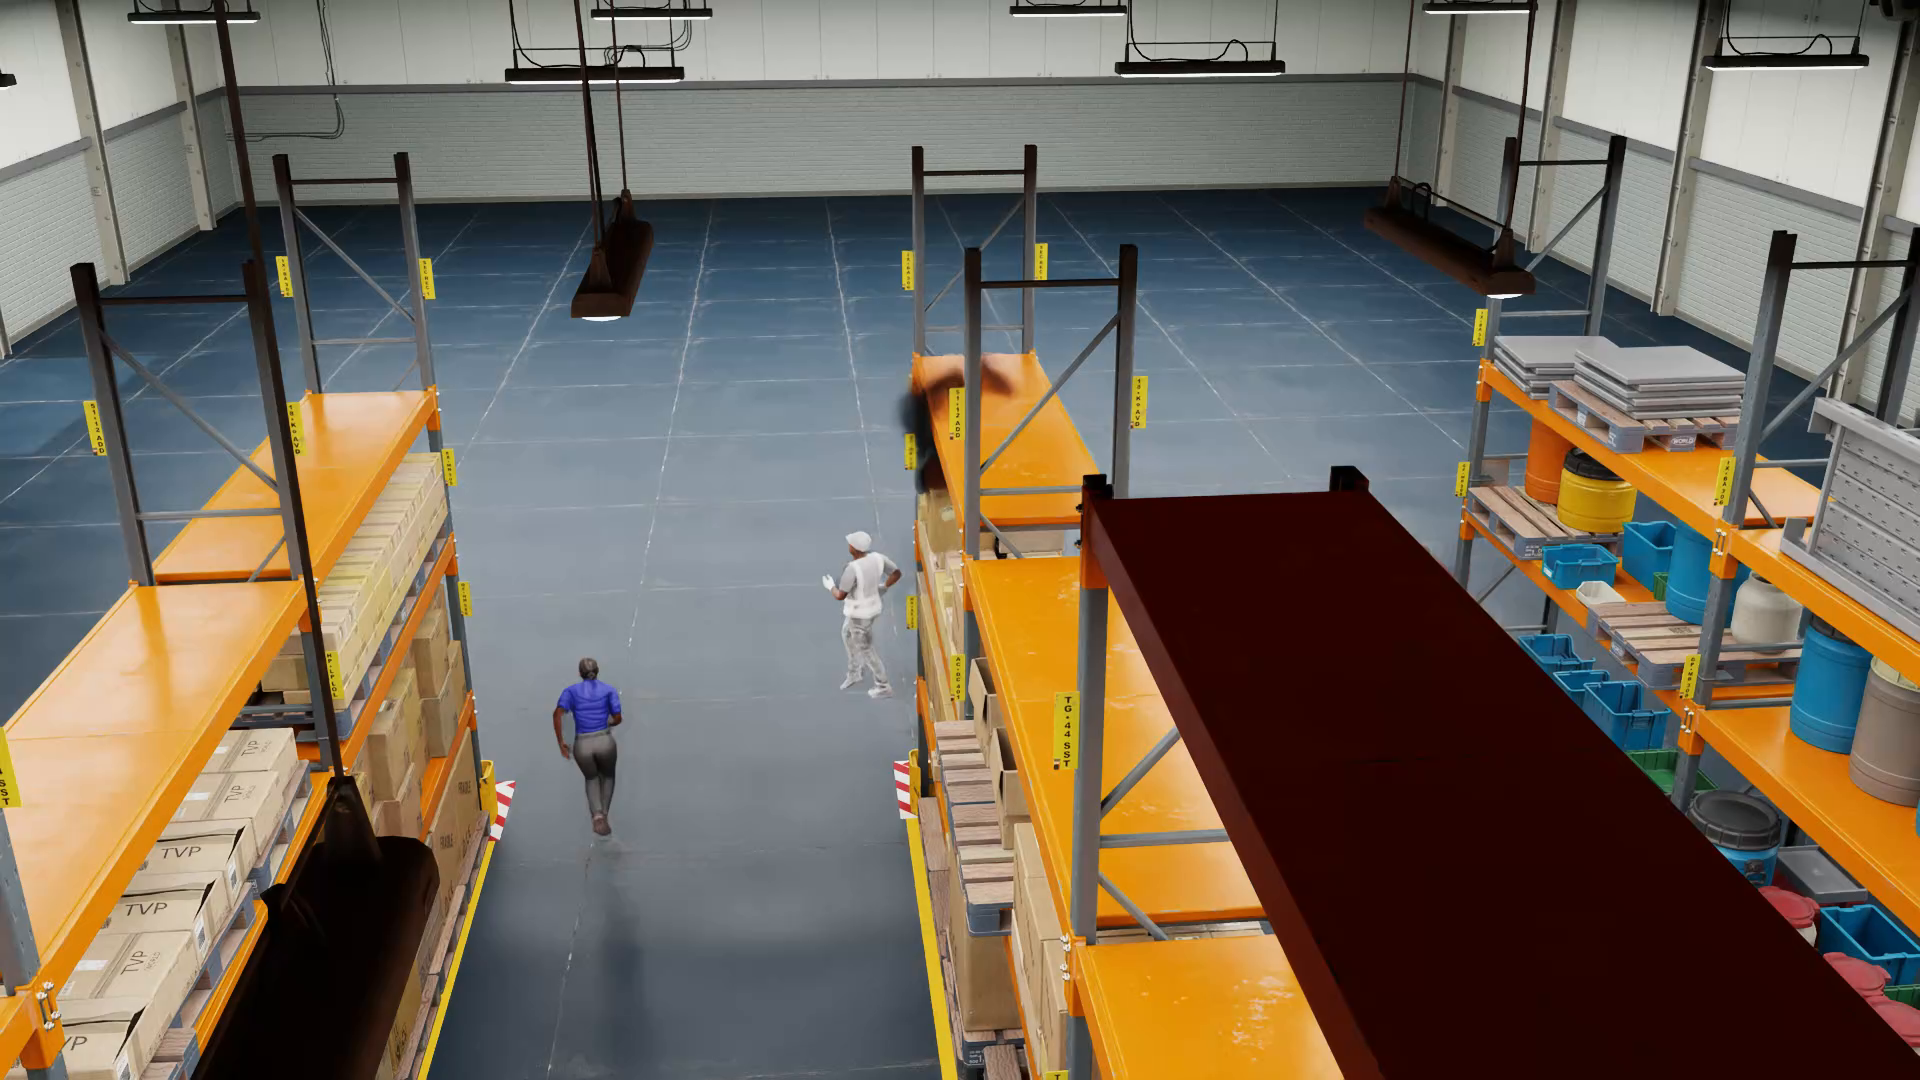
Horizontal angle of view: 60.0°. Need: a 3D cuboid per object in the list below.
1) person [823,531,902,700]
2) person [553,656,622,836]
[{"bbox_3d":[-0.979,0.762,16.991,0.848,1.821,0.708,12,24,27],"label":"person"},{"bbox_3d":[-3.195,1.799,14.371,0.573,1.511,0.733,-5,22,-11],"label":"person"}]
